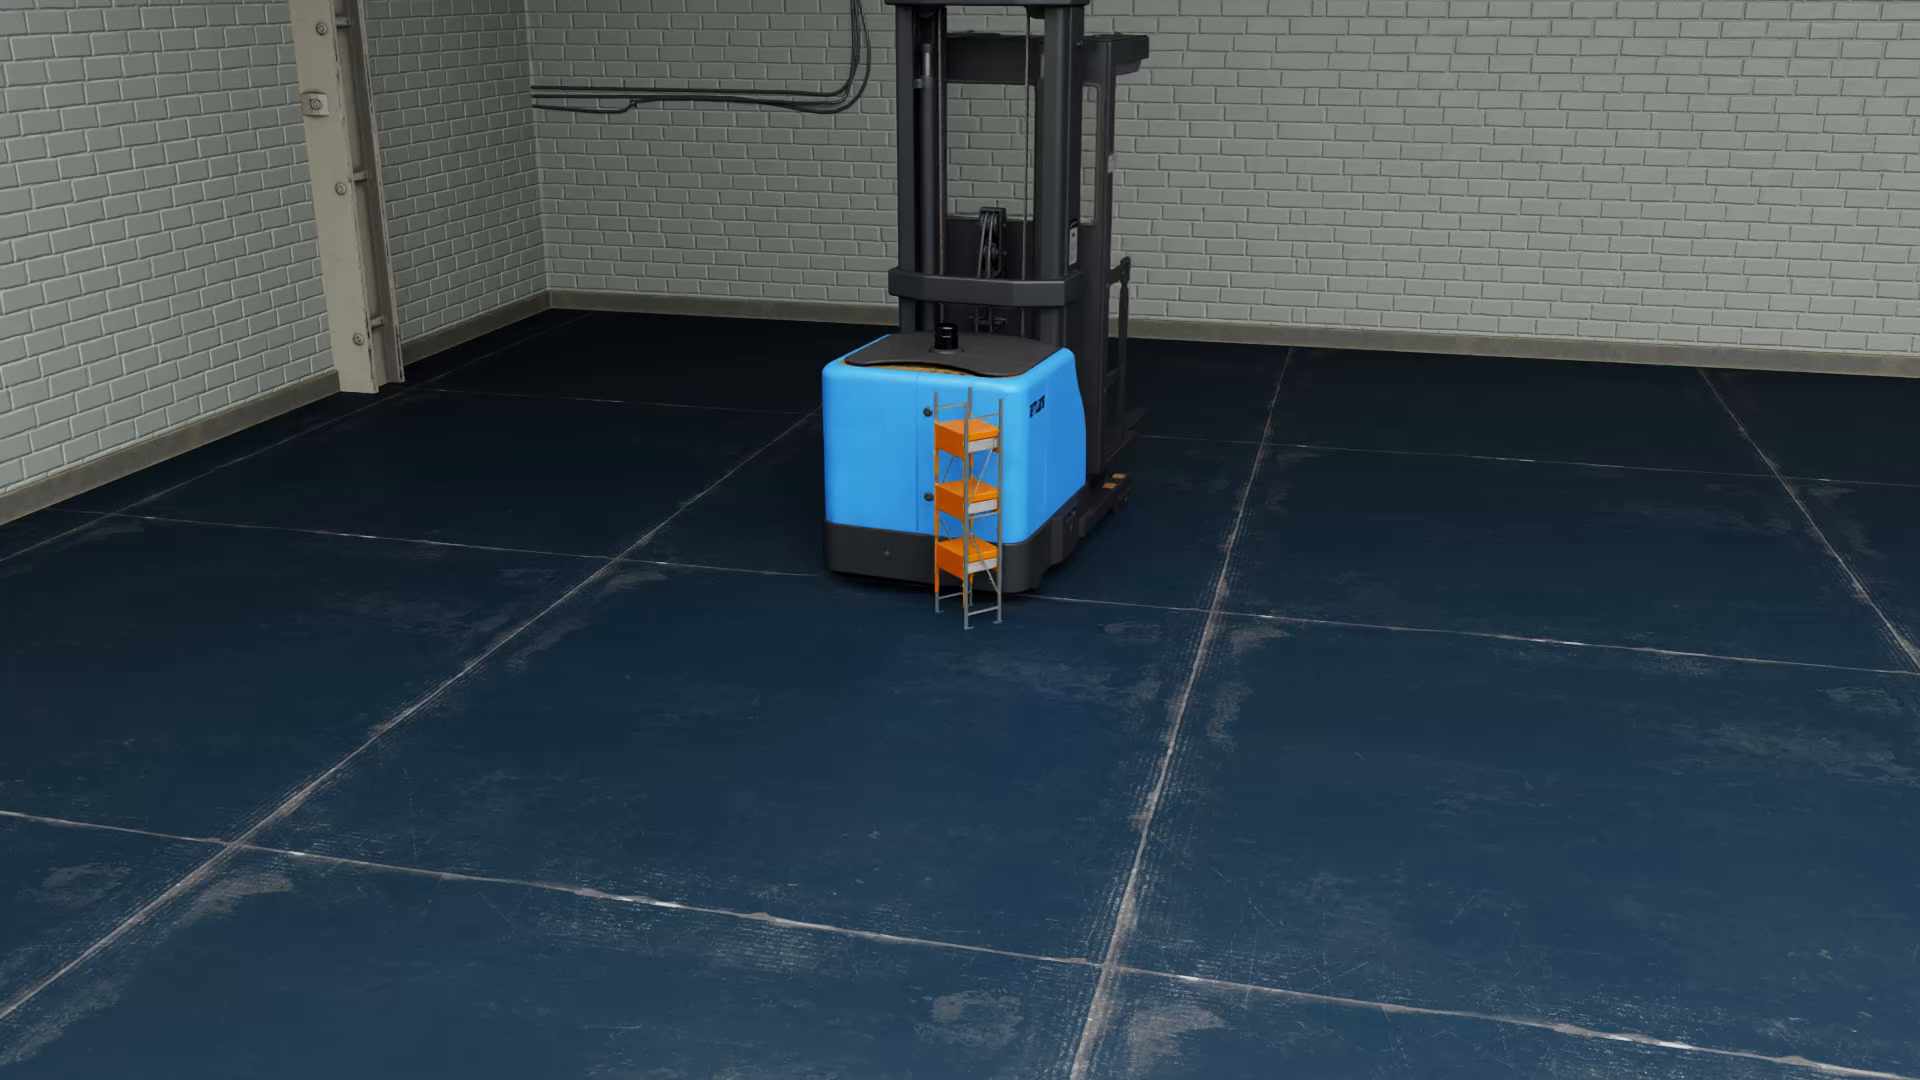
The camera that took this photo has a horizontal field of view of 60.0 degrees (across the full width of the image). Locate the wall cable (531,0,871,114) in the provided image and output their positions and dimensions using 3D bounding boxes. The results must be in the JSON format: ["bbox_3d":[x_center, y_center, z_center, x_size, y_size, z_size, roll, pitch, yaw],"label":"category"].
[{"bbox_3d":[-2.221,-4.715,13.373,3.097,2.526,0.112,5,19,13],"label":"wall cable"}]

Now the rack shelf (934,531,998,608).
[{"bbox_3d":[0.036,0.132,7.569,0.215,0.259,0.240,-12,22,-31],"label":"rack shelf"}]

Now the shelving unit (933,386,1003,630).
[{"bbox_3d":[0.036,-0.141,7.476,0.215,1.050,0.252,-12,22,-31],"label":"shelving unit"}]

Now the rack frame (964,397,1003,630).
[{"bbox_3d":[0.103,-0.108,7.379,0.200,1.050,0.008,-12,22,-31],"label":"rack frame"}]

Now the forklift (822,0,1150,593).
[{"bbox_3d":[0.329,-1.578,8.774,1.130,2.935,3.031,7,20,19],"label":"forklift"}]

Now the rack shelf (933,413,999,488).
[{"bbox_3d":[0.036,-0.399,7.388,0.215,0.259,0.240,-12,22,-31],"label":"rack shelf"}]

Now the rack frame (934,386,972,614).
[{"bbox_3d":[-0.031,-0.174,7.573,0.200,1.050,0.008,-12,22,-31],"label":"rack frame"}]

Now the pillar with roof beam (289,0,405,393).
[{"bbox_3d":[-0.048,-5.025,9.478,9.100,9.000,0.400,5,19,13],"label":"pillar with roof beam"}]

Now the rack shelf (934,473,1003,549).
[{"bbox_3d":[0.036,-0.131,7.480,0.215,0.259,0.240,-12,22,-31],"label":"rack shelf"}]
